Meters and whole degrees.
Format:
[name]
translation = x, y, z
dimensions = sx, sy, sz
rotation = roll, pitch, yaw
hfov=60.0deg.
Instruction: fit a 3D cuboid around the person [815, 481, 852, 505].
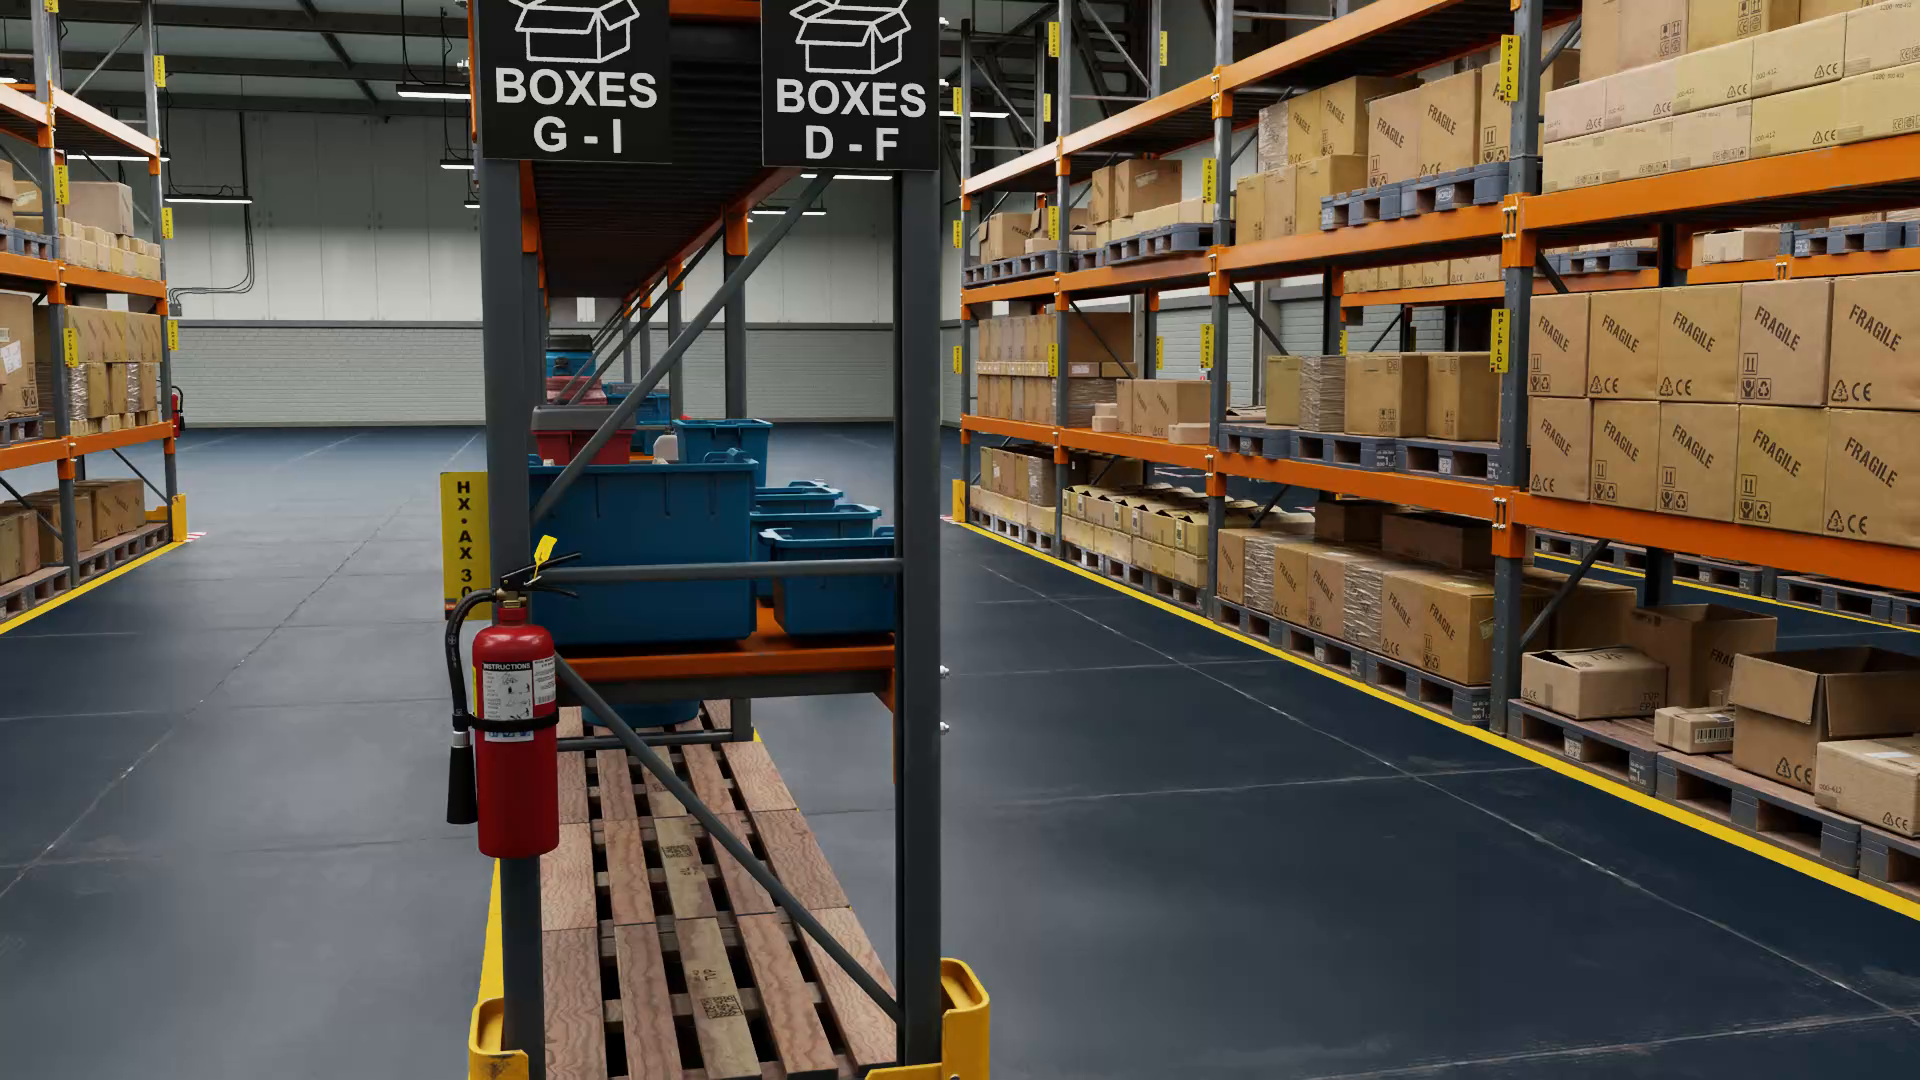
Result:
[person]
translation = -0.903, 0.167, 11.703
dimensions = 0.447, 1.114, 0.847
rotation = -2, 6, -16
